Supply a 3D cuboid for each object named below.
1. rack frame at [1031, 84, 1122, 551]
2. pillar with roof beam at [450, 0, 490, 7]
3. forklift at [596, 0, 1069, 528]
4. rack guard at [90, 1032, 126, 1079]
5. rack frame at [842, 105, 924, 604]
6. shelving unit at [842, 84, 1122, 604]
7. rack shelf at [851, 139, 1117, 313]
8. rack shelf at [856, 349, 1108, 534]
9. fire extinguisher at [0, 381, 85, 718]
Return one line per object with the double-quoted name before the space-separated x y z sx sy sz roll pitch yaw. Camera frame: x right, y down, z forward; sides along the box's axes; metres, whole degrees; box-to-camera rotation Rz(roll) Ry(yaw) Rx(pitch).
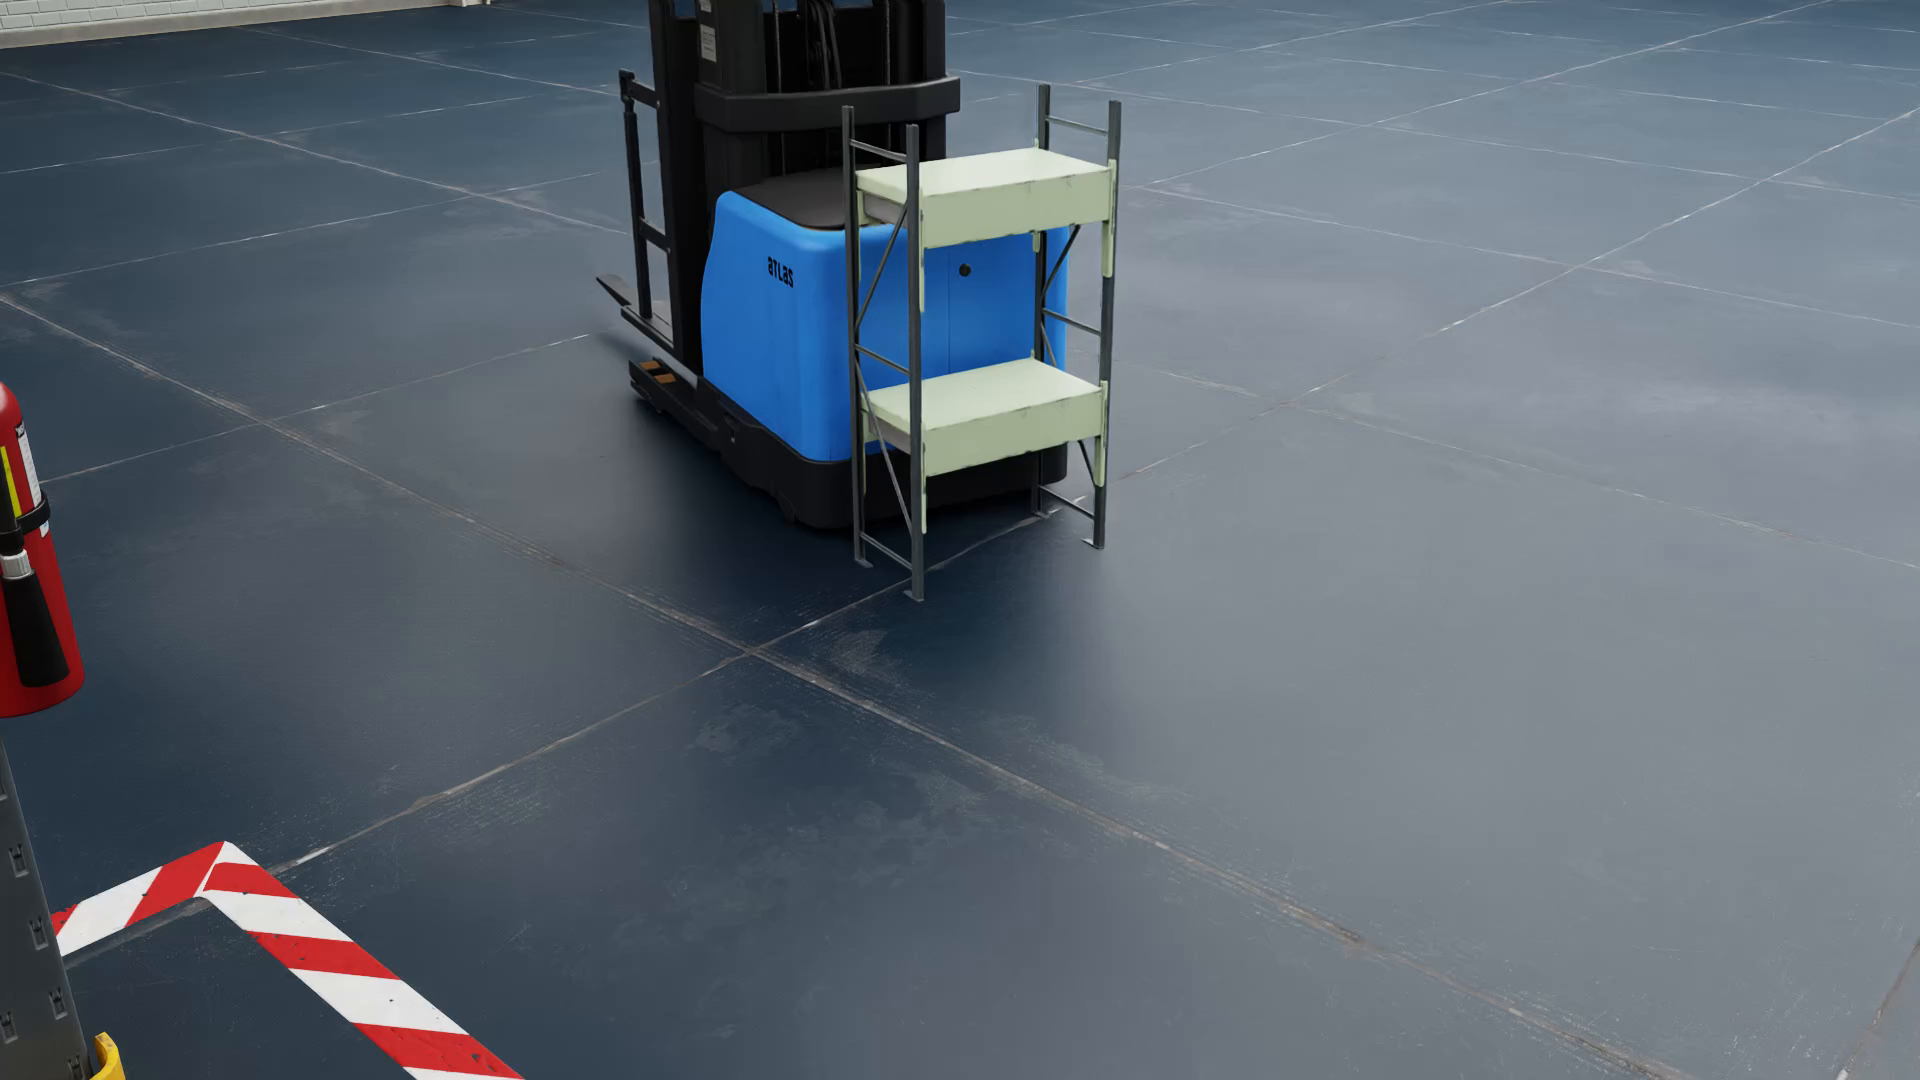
"rack frame" 0.374 -0.718 5.519 0.023 1.500 0.400 -15 28 -30
"pillar with roof beam" -2.822 -9.517 15.977 9.100 9.000 0.400 20 31 38
"forklift" -0.750 -1.941 6.497 1.130 2.935 3.031 -12 27 -26
"rack guard" -1.873 0.959 3.001 1.175 0.500 0.348 20 31 38
"rack frame" -0.236 -0.552 5.148 0.023 1.500 0.400 -15 28 -30
"shelving unit" 0.069 -0.635 5.333 0.755 1.500 0.431 -15 28 -30
"rack shelf" 0.069 -0.991 5.174 0.720 0.370 0.431 -15 28 -30
"rack shelf" 0.069 -0.338 5.467 0.720 0.370 0.431 -15 28 -30
"fire extinguisher" -1.403 -0.079 2.354 0.296 0.674 0.183 20 31 38
